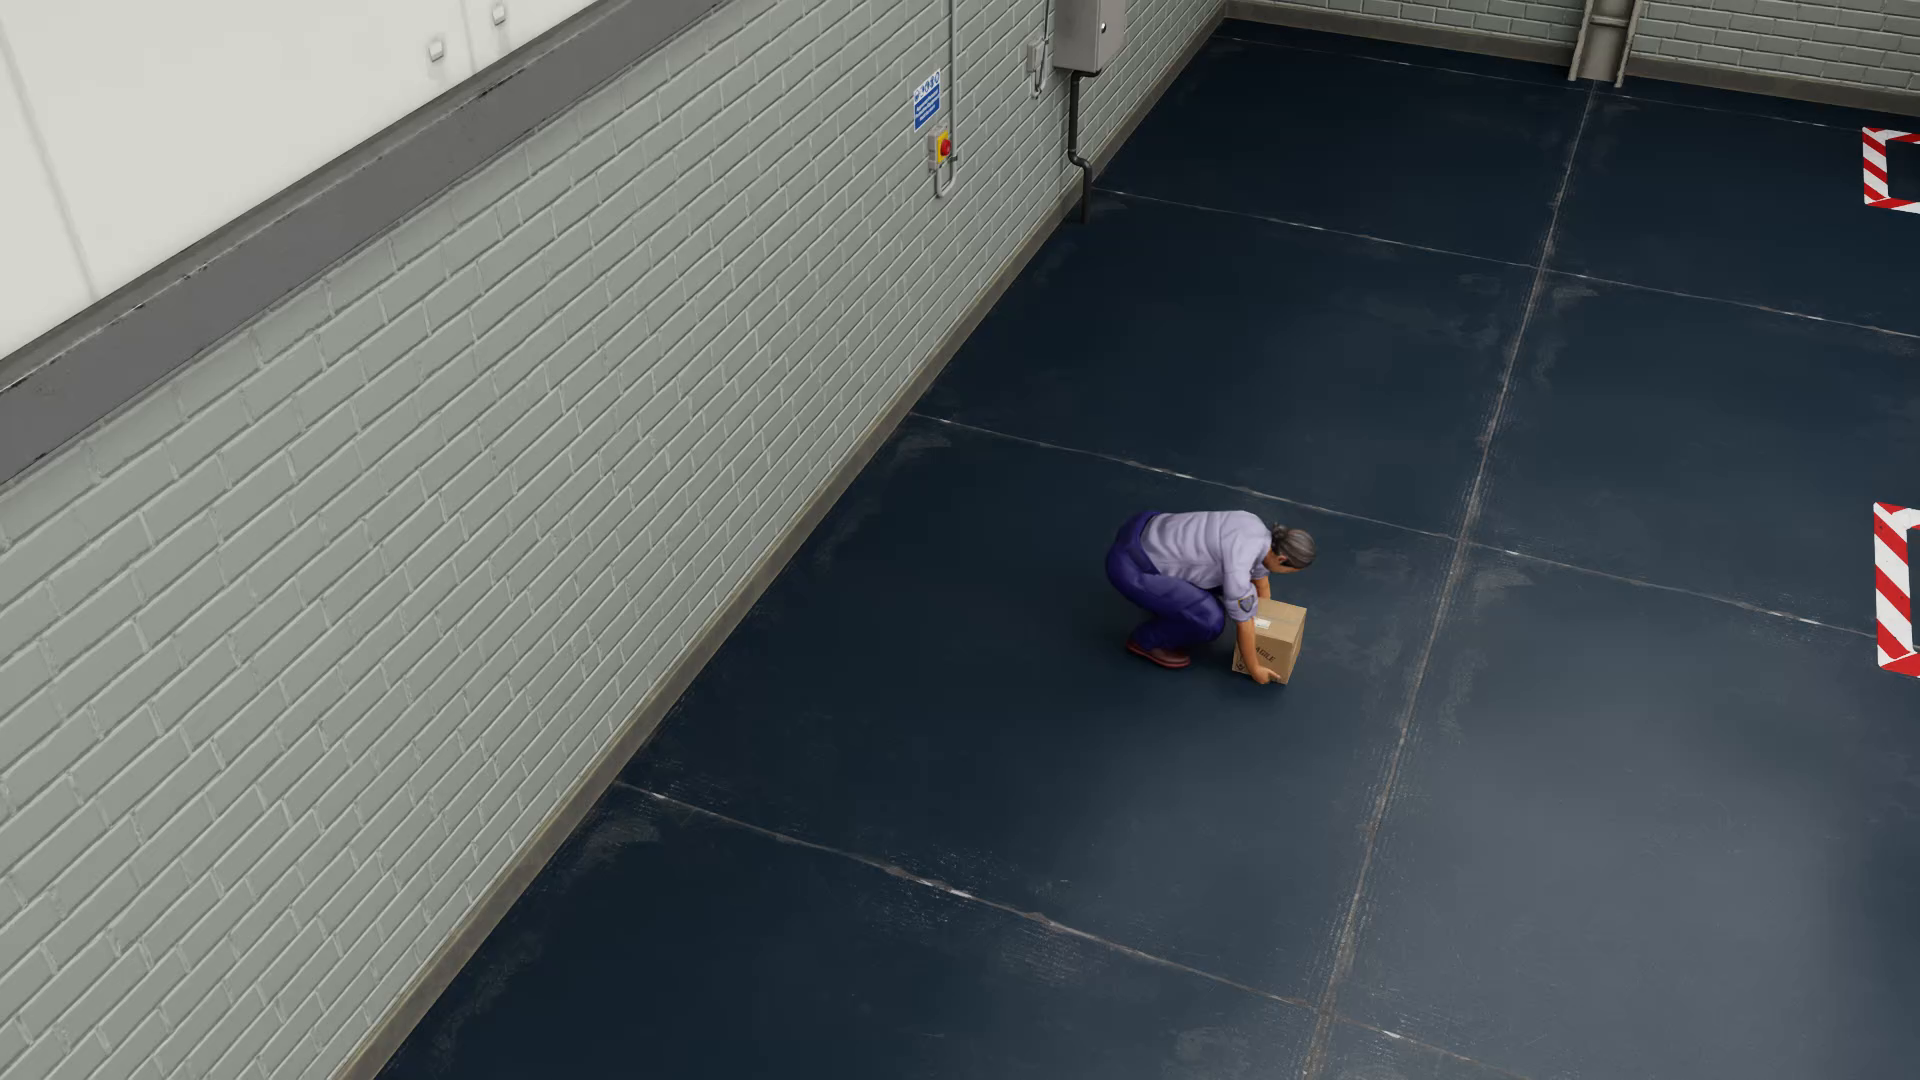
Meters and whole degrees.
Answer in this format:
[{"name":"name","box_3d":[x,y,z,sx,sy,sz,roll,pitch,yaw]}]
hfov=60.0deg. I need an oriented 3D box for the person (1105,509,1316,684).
[{"name":"person","box_3d":[1.087,0.197,7.336,0.883,0.749,0.495,13,40,17]}]
